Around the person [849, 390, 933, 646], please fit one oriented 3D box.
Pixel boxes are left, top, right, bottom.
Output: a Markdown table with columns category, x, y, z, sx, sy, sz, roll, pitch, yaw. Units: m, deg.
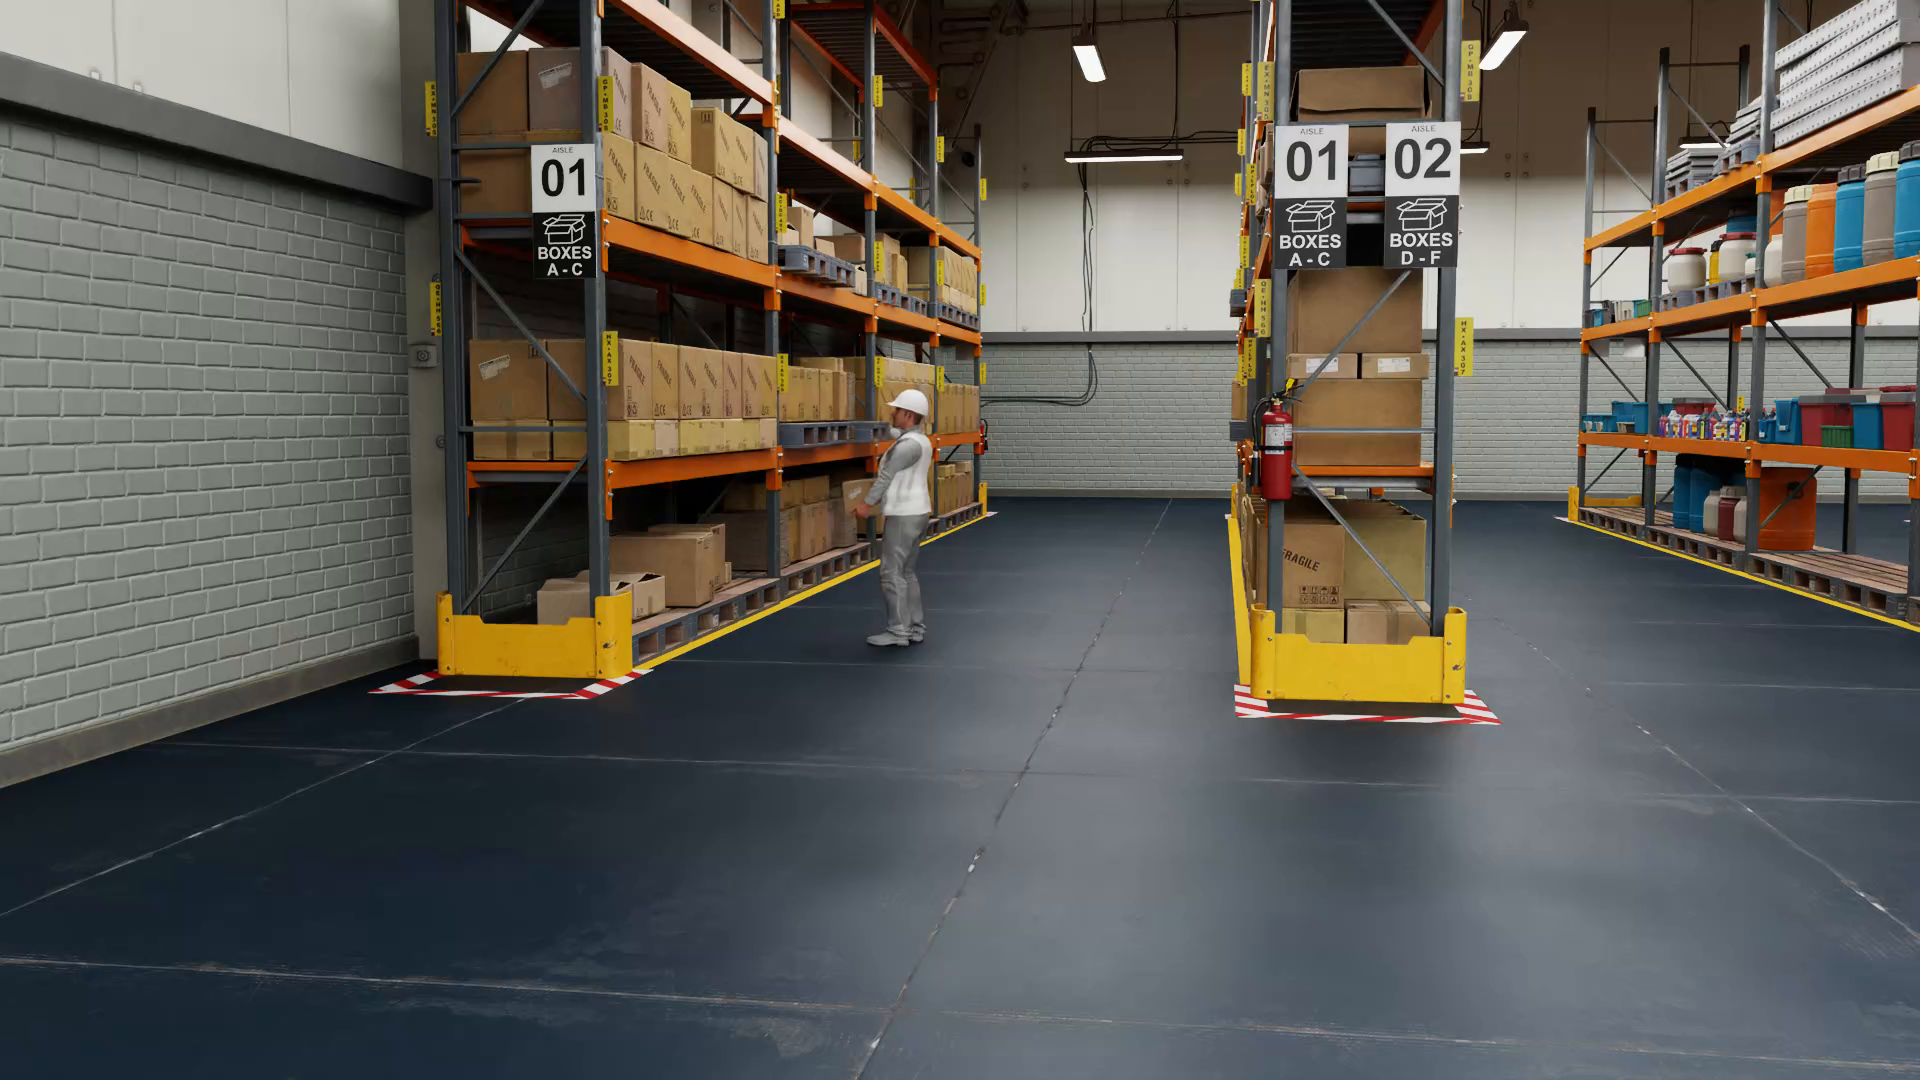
| category | x | y | z | sx | sy | sz | roll | pitch | yaw |
| --- | --- | --- | --- | --- | --- | --- | --- | --- | --- |
| person | -0.480 | -0.158 | 11.547 | 0.546 | 1.765 | 0.494 | 1 | 4 | 10 |
